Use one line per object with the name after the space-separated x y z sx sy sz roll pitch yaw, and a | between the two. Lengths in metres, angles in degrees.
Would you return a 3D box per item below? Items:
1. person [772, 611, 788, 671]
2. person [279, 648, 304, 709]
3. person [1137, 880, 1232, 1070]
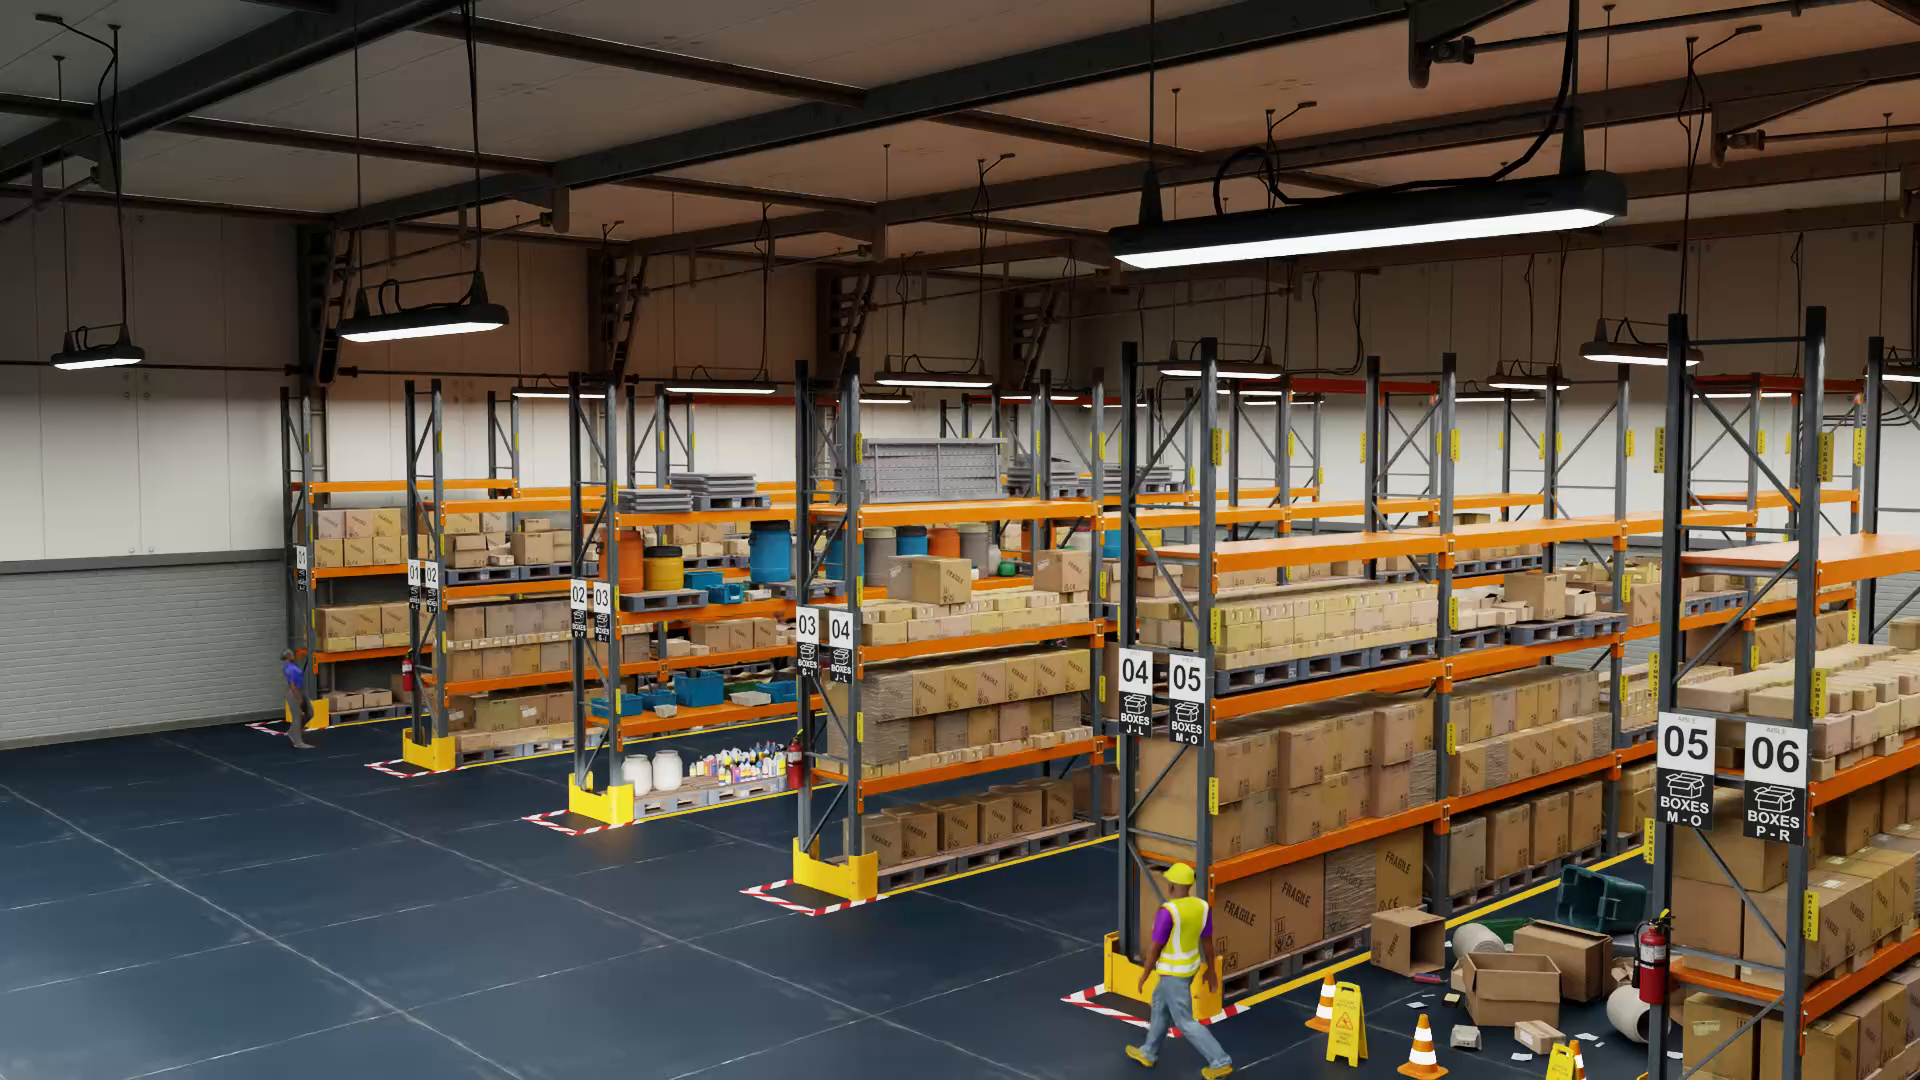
-3.601 2.198 33.142 0.420 1.607 0.290 -3 5 -36 | person
-10.978 2.266 27.430 0.401 0.977 0.535 0 4 -2 | person
1.795 3.441 13.276 0.852 1.641 0.514 2 4 27 | person
